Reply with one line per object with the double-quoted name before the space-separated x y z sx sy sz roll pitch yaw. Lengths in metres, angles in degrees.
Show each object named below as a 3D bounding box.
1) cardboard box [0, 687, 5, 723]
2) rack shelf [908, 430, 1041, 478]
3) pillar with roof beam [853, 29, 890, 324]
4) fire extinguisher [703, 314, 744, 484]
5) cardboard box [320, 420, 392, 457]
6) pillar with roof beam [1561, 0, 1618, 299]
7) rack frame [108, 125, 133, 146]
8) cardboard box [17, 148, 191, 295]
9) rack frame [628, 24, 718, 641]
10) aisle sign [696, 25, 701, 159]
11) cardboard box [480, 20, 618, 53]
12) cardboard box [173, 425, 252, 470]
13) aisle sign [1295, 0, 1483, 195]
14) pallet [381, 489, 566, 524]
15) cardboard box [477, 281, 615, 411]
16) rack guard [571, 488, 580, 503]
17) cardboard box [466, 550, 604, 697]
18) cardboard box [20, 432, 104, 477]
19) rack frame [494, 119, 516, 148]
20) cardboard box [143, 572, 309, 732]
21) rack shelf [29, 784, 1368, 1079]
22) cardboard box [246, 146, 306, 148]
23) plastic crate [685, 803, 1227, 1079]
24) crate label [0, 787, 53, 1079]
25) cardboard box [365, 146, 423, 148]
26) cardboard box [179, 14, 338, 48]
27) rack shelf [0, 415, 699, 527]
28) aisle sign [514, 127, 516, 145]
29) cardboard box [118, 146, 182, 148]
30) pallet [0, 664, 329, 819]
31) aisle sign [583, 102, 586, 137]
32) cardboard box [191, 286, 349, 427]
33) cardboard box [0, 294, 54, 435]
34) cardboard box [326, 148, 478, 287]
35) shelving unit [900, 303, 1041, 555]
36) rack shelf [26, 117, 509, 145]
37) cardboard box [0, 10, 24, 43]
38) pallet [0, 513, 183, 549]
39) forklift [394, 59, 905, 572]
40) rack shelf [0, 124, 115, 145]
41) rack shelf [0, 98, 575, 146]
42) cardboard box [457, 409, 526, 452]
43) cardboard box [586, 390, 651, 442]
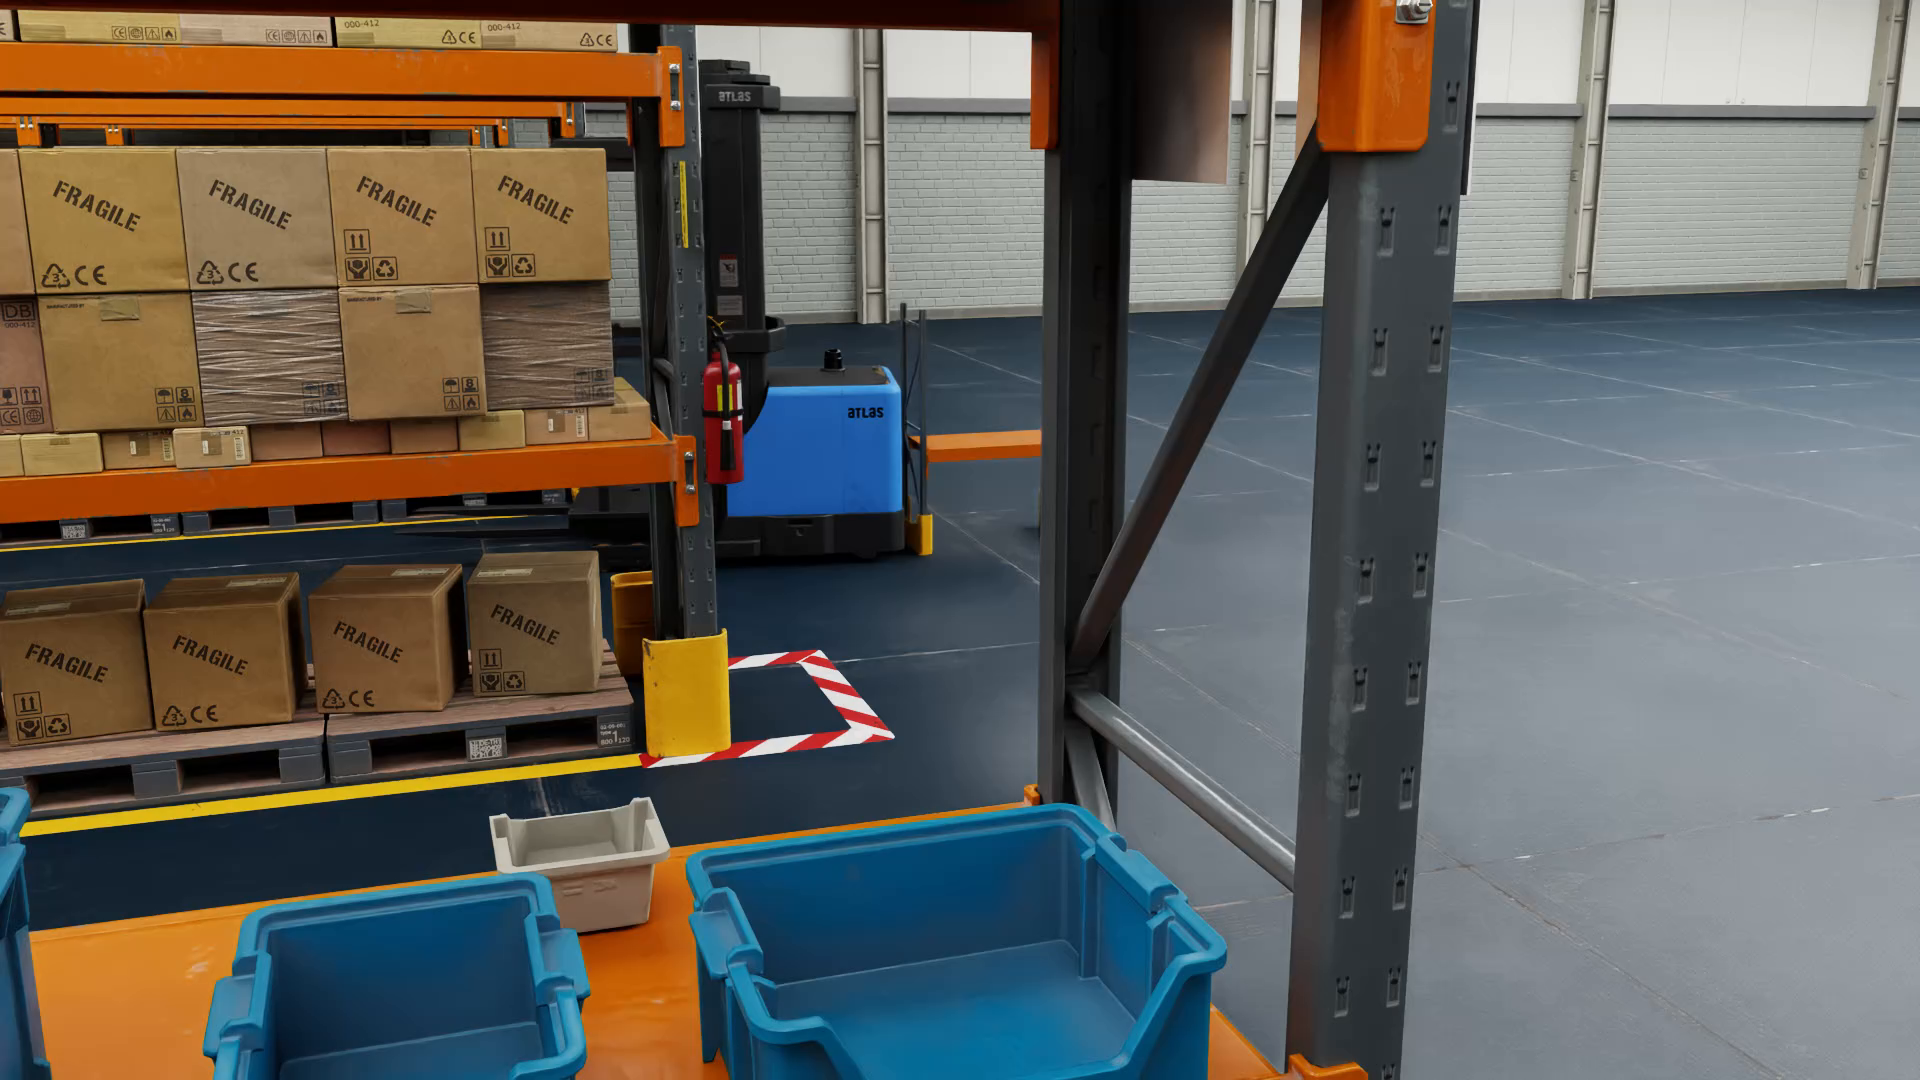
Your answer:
"cardboard box" -4.083 0.541 6.382 0.500 0.500 0.500 0 13 0
"rack shelf" 0.198 -0.560 10.533 1.000 0.185 0.538 -4 14 -16
"pillar with roof beam" 0.141 -6.527 18.636 0.400 9.000 9.100 -4 14 -18
"fire extinguisher" -0.969 -0.571 6.730 0.183 0.674 0.296 -4 14 -18
"cardboard box" -2.378 -0.441 6.556 0.250 0.149 0.380 -4 14 -18
"pillar with roof beam" 11.514 -7.413 22.360 0.400 9.000 9.100 -4 14 -18
"rack frame" -9.763 -3.668 19.582 0.127 3.000 1.000 -4 14 -18
"cardboard box" -3.090 -1.177 6.089 0.500 0.500 0.500 -4 14 -18
"rack frame" -1.224 -0.702 7.110 0.127 3.000 1.000 -4 14 -18
"aisle sign" -1.070 -1.905 6.552 0.004 0.787 0.394 -4 14 -18
"cardboard box" -1.600 -1.997 6.397 0.500 0.250 0.500 -4 14 -17
"cardboard box" -2.817 -0.379 6.298 0.250 0.149 0.380 -4 14 -18
"aisle sign" 0.518 -0.820 1.991 0.004 0.787 0.394 -4 14 -18
"pallet" -3.443 -0.364 11.717 1.213 0.211 1.003 -4 14 -18
"cardboard box" -1.754 -0.860 6.919 0.500 0.500 0.875 -4 14 -18
"rack guard" -2.688 -0.583 12.012 0.348 0.500 1.175 -4 14 -18
"cardboard box" -1.821 0.353 7.173 0.500 0.500 0.500 -2 14 -8
"cardboard box" -3.298 -0.348 6.165 0.250 0.149 0.380 -4 14 -18
"rack frame" -4.385 -2.875 16.248 0.127 3.000 1.000 -4 14 -18
"cardboard box" -2.976 0.446 6.779 0.500 0.500 0.500 -3 14 -13
"rack shelf" -1.540 0.882 2.006 4.000 0.370 1.077 -4 14 -18
"cardboard box" -6.249 -3.367 15.296 0.500 0.500 0.700 -5 14 -18
"plastic crate" -0.023 0.560 2.129 0.616 0.251 0.499 -4 14 -18
"crate label" -1.303 0.563 1.719 0.616 0.435 0.502 -4 14 -18
"cardboard box" -5.281 -3.434 15.576 0.500 0.500 0.700 -4 14 -18
"cardboard box" -2.561 -1.923 6.088 0.500 0.250 0.500 -4 14 -17
"rack shelf" -3.120 -0.204 6.573 4.000 0.370 1.077 -4 14 -18
"aisle sign" -4.234 -4.081 15.699 0.004 0.787 0.394 -4 14 -18
"cardboard box" -7.199 -3.277 14.920 0.500 0.500 0.700 -4 14 -18
"pallet" -3.232 0.802 6.815 1.213 0.211 1.003 -4 14 -18
"aisle sign" -2.547 -3.001 11.160 0.004 0.787 0.394 -4 14 -18
"cardboard box" -2.678 -0.770 6.538 0.500 0.500 0.875 -4 14 -18
"cardboard box" -3.642 -0.708 6.276 0.500 0.500 0.875 -4 14 -18
"cardboard box" -2.139 -1.248 6.390 0.500 0.500 0.500 -4 14 -18
"shelving unit" 0.189 -0.734 10.489 1.083 1.500 0.587 -4 14 -16
"rack shelf" -6.280 -3.837 15.363 4.000 0.370 1.077 -4 14 -18
"cardboard box" -3.533 -1.844 5.756 0.500 0.250 0.500 -5 14 -20
"pallet" -5.756 -0.184 10.960 1.213 0.211 1.003 -4 14 -18
"forklift" -1.892 -1.368 10.061 3.031 2.935 1.130 -2 13 -7
"rack shelf" -11.658 -4.630 18.698 4.000 0.370 1.077 -4 14 -18
"rack shelf" -4.606 -2.759 10.831 4.000 0.370 1.077 -4 14 -18
"cardboard box" -1.886 -0.465 6.659 0.250 0.149 0.380 -4 14 -18
"cardboard box" -1.428 -0.513 6.861 0.250 0.149 0.380 -4 14 -18
